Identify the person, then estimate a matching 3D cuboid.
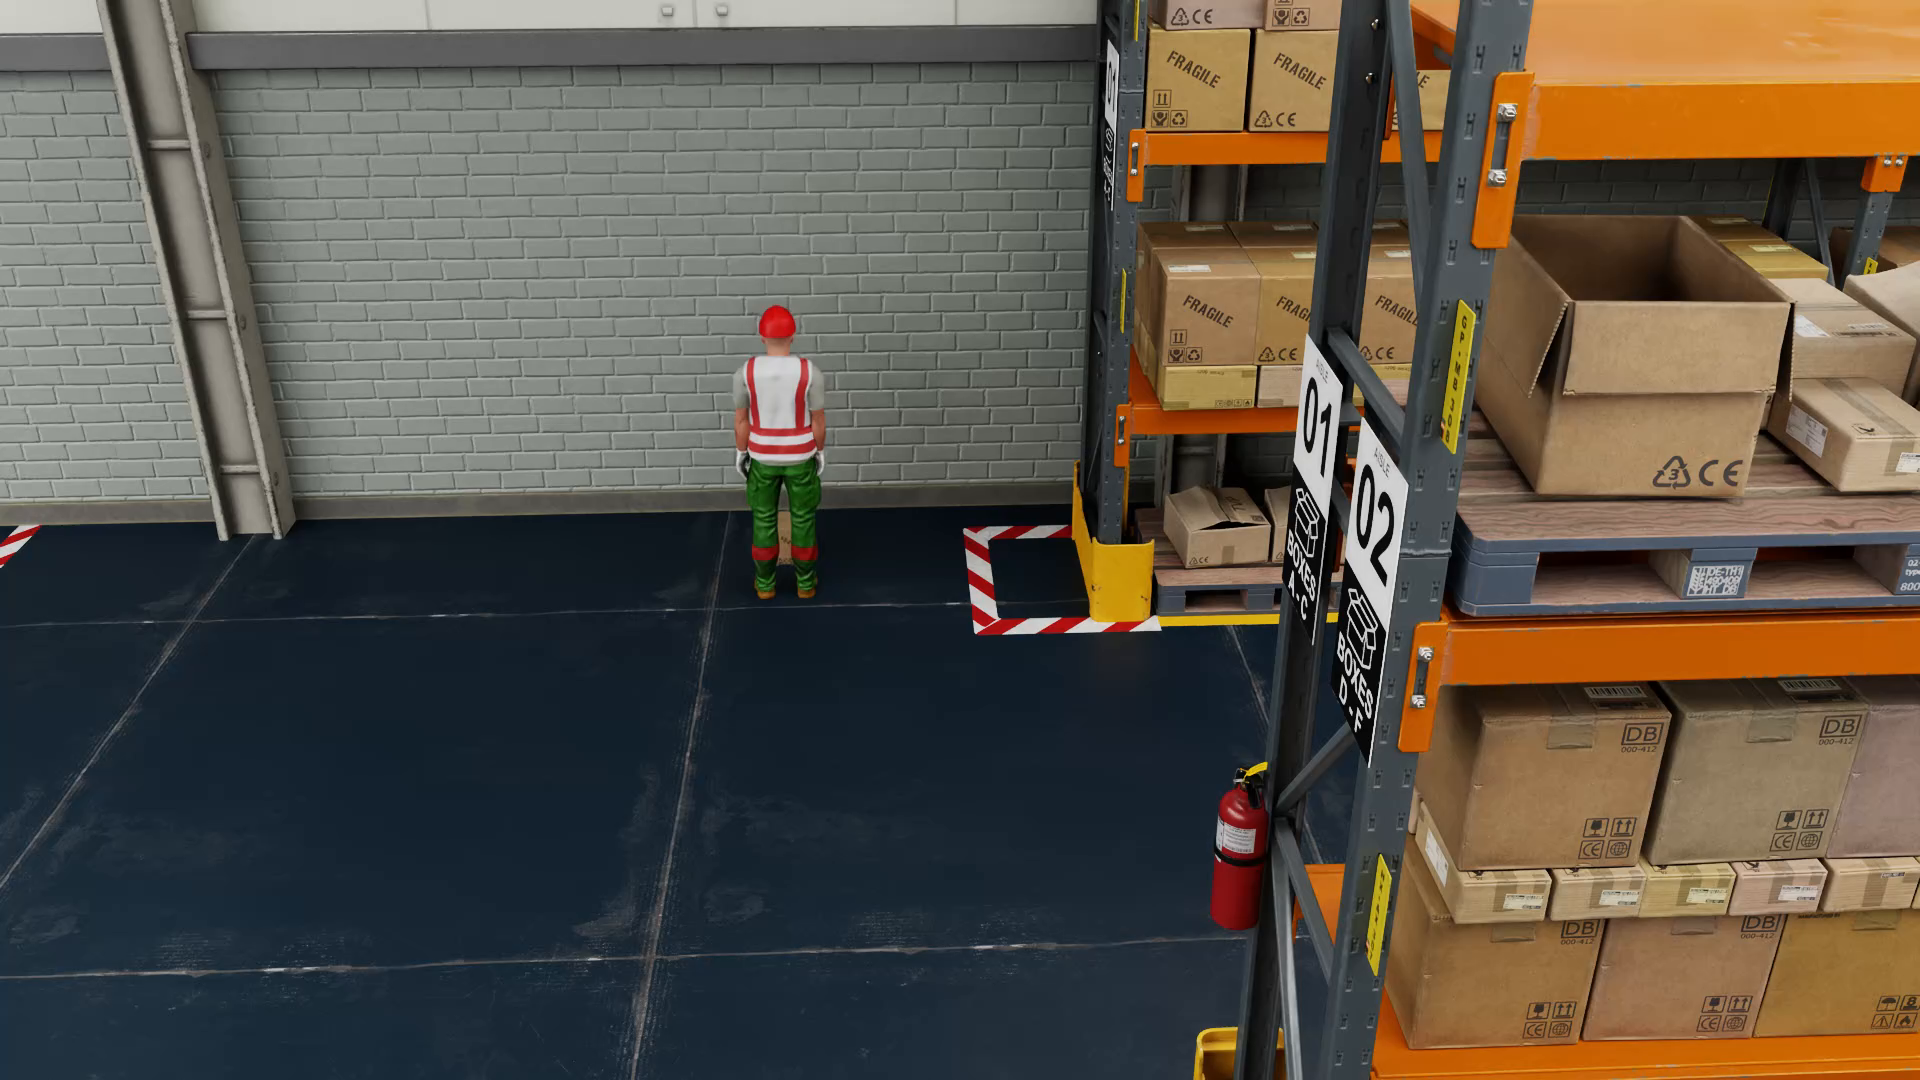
[{"bbox_3d":[-1.016,-0.490,9.538,0.533,1.799,0.375,0,27,-1],"label":"person"}]
